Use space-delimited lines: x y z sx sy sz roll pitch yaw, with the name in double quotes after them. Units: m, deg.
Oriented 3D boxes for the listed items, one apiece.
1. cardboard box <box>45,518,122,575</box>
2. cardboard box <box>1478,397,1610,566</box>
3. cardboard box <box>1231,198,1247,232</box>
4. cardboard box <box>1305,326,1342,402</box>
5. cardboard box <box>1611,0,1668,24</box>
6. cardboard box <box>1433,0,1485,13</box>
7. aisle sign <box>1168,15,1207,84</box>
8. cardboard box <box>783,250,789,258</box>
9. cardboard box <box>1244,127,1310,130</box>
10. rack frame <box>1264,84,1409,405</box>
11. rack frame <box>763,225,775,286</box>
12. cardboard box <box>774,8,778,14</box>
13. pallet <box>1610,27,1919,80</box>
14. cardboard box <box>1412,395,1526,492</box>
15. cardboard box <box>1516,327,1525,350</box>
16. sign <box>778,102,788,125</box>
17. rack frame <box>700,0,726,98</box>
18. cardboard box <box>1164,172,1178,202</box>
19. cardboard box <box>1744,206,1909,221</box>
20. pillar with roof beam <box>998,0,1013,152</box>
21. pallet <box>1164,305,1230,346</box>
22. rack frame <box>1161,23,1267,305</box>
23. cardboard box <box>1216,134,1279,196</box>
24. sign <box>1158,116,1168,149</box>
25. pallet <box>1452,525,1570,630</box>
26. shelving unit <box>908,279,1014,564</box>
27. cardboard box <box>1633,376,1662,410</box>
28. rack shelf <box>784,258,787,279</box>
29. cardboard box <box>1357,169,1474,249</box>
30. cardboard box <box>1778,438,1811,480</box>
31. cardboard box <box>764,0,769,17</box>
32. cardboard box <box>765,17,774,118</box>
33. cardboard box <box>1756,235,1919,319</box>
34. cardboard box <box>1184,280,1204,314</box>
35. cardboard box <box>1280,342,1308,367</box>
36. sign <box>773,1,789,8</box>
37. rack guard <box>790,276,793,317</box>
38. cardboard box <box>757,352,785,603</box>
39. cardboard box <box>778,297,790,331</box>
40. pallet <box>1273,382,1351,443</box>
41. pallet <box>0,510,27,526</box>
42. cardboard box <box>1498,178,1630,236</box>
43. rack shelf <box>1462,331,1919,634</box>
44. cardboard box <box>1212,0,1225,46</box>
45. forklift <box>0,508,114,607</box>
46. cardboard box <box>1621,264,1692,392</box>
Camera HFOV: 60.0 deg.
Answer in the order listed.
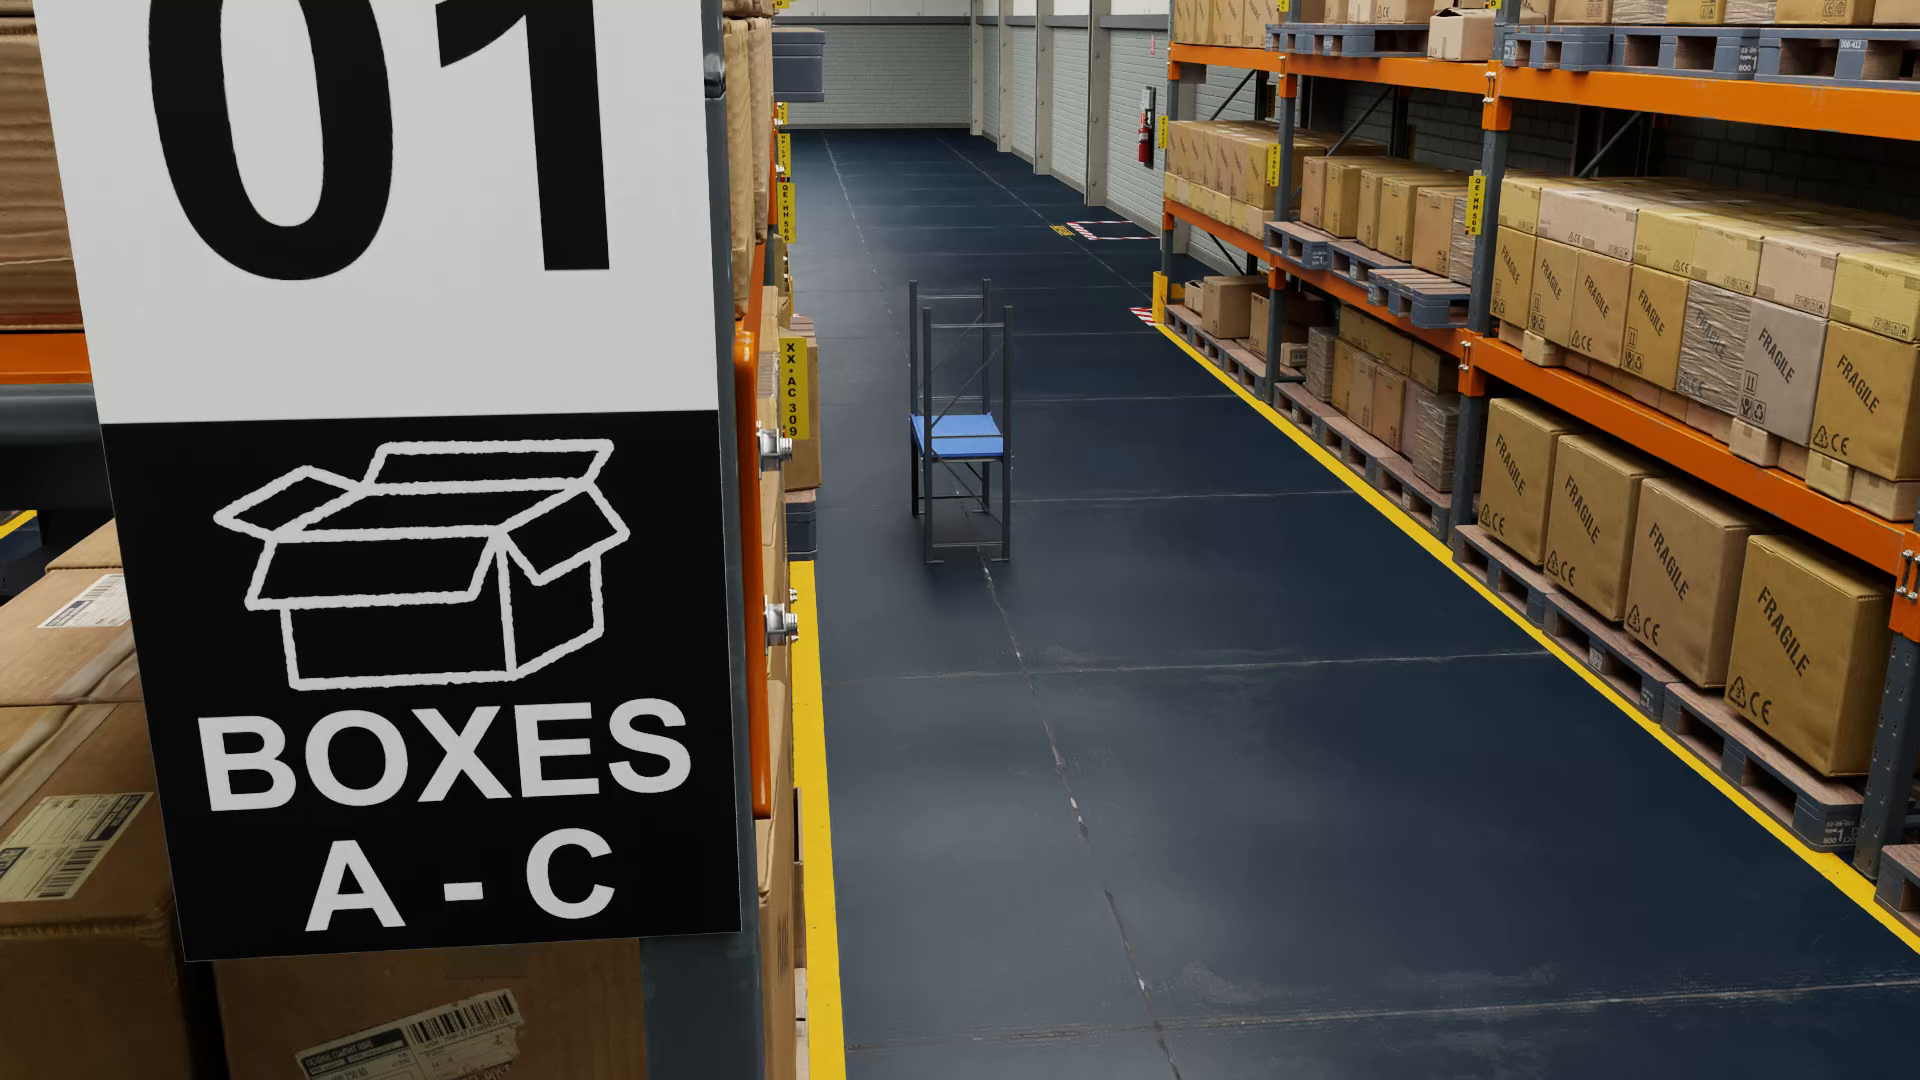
-1.087 0.194 2.716 0.500 0.500 0.500 -1 17 -4 "cardboard box"
3.391 -0.342 9.145 0.750 0.750 0.750 -2 18 -6 "cardboard box"
2.640 -2.800 14.306 0.500 0.250 0.500 -2 18 -5 "cardboard box"
3.126 -1.380 13.005 0.700 0.500 0.500 -1 17 -4 "cardboard box"
3.660 -2.780 8.115 0.700 0.500 0.500 -3 18 -9 "cardboard box"
3.404 -3.269 10.369 0.797 0.503 0.637 1 17 2 "cardboard box"
2.315 -5.026 16.838 0.394 0.787 0.004 -2 18 -6 "aisle sign"
-1.837 -2.418 15.507 0.500 0.500 0.500 -2 18 -6 "cardboard box"
2.980 -3.631 15.701 0.500 0.500 0.500 -2 18 -7 "cardboard box"
3.033 -2.582 13.393 1.000 3.000 0.127 -2 18 -6 "rack frame"
-1.069 -0.044 5.310 1.000 3.000 0.127 -2 18 -6 "rack frame"
-1.683 -4.332 12.858 0.500 0.500 0.500 0 17 -1 "cardboard box"
3.683 -2.208 7.509 1.003 0.211 1.213 -1 17 -3 "pallet"
3.320 -0.620 10.584 0.700 0.500 0.500 -2 17 -5 "cardboard box"
3.267 -1.099 9.056 0.380 0.149 0.250 -2 17 -5 "cardboard box"
-1.765 -4.297 16.529 0.100 0.325 0.005 -2 18 -6 "sign"
-0.656 -1.715 0.615 1.000 3.000 0.127 -2 18 -6 "rack frame"
2.355 -3.556 16.714 0.500 0.250 0.500 -2 18 -7 "cardboard box"
3.903 -1.361 7.555 0.500 0.250 0.500 -2 18 -7 "cardboard box"
-3.204 -13.471 38.064 9.100 9.000 0.400 -2 18 -6 "pillar with roof beam"
2.677 -2.177 16.760 1.003 0.211 1.213 -2 18 -6 "pallet"
2.621 -3.774 17.189 1.000 3.000 0.127 -2 18 -6 "rack frame"
2.578 -3.308 14.670 0.500 0.500 0.500 -2 18 -7 "cardboard box"
2.081 -4.170 17.006 0.100 0.325 0.005 -2 18 -6 "sign"
3.452 0.178 9.259 1.003 0.211 1.213 -2 18 -6 "pallet"
-0.009 -0.741 10.033 0.538 1.500 1.048 -2 18 -6 "shelving unit"
3.418 -0.718 7.842 0.380 0.149 0.250 -2 18 -5 "cardboard box"
-1.687 -1.489 11.112 1.077 0.370 4.000 -2 18 -6 "rack shelf"
3.201 -2.325 11.673 0.700 0.500 0.500 1 17 2 "cardboard box"
3.510 -0.333 6.616 0.380 0.149 0.250 -1 17 -4 "cardboard box"
-0.651 -1.208 3.424 0.500 0.250 0.500 -2 18 -6 "cardboard box"
-0.754 -1.267 4.448 0.500 0.250 0.500 -2 18 -6 "cardboard box"
3.513 -1.039 6.530 0.500 0.250 0.500 -1 17 -4 "cardboard box"
2.602 -2.492 16.860 0.500 0.311 0.500 -4 18 -12 "cardboard box"
2.948 -1.598 14.256 0.380 0.166 0.250 -4 18 -13 "cardboard box"
-0.941 -2.930 8.631 0.100 0.325 0.005 -2 18 -6 "sign"
-2.309 -2.434 17.095 1.175 0.500 0.348 -2 18 -6 "rack guard"
-0.652 -0.124 3.727 0.500 0.500 0.500 -2 18 -5 "cardboard box"
-1.029 -0.643 6.350 0.700 0.500 0.500 1 17 3 "cardboard box"
3.115 -1.020 13.072 1.003 0.211 1.213 -2 18 -6 "pallet"
-6.572 -0.348 10.934 1.003 0.211 1.213 -2 18 -6 "pallet"
3.239 -1.795 8.939 0.500 0.250 0.500 -1 17 -4 "cardboard box"
3.652 -0.451 7.807 1.077 0.370 4.000 -2 18 -6 "rack shelf"
2.560 -4.680 14.868 0.500 0.500 0.500 -1 17 -2 "cardboard box"
-4.444 -0.918 8.209 1.130 2.935 3.031 5 18 16 "forklift"
3.398 -0.978 7.586 0.500 0.500 0.500 -1 17 -4 "cardboard box"
